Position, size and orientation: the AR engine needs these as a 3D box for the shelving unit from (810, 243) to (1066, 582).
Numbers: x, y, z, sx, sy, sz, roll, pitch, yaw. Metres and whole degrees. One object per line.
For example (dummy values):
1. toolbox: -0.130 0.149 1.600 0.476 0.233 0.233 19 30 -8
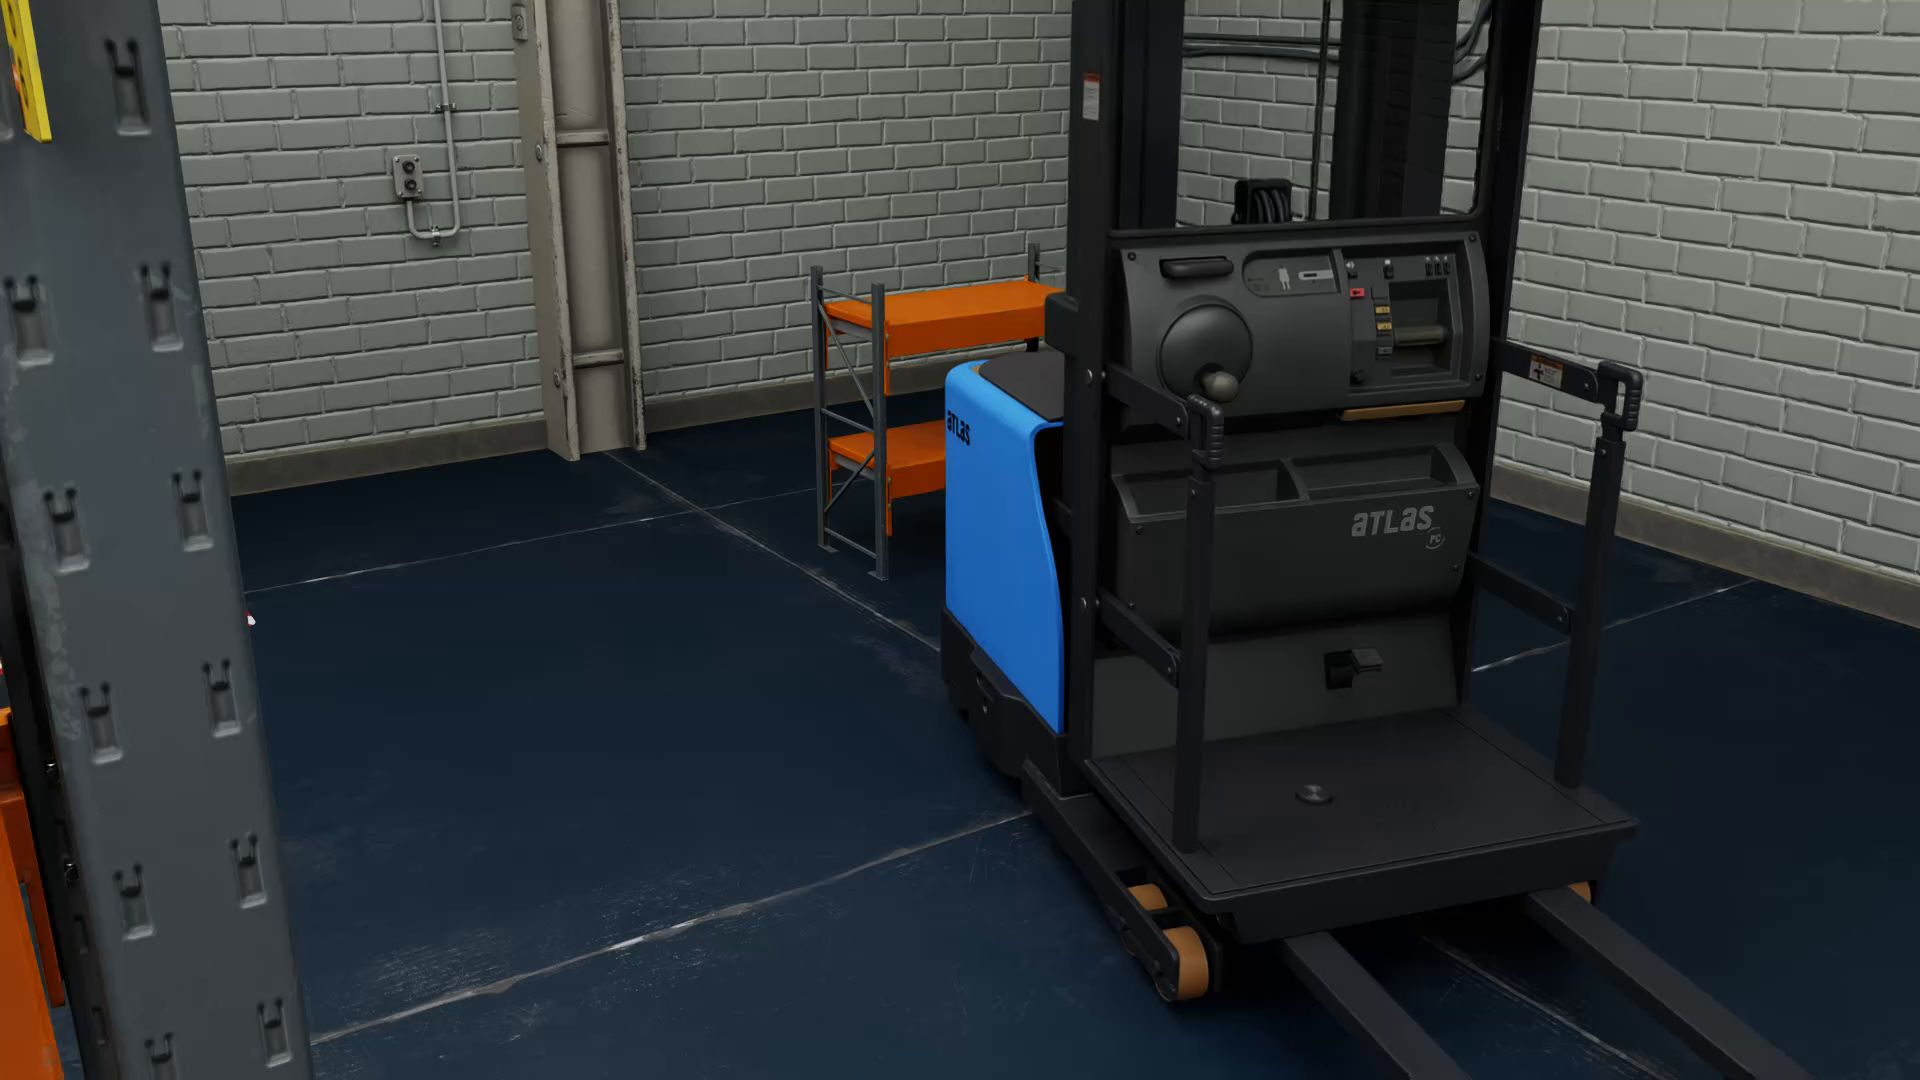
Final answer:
1. shelving unit: 0.006 -0.534 6.568 1.048 1.125 0.538 -12 22 -31

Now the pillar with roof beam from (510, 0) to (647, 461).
1. pillar with roof beam: 0.606 -3.559 3.221 0.400 9.000 9.100 -12 22 -31

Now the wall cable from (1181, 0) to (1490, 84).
1. wall cable: 1.379 -3.433 7.698 0.112 2.526 3.097 -12 22 -31

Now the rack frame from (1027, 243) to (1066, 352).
1. rack frame: 0.430 -0.624 6.833 0.032 1.125 0.500 -12 22 -31

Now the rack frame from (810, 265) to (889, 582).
1. rack frame: -0.419 -0.445 6.303 0.032 1.125 0.500 -12 22 -31

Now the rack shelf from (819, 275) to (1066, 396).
1. rack shelf: 0.006 -0.811 6.474 1.000 0.278 0.538 -12 22 -31

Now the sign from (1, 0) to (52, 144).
1. sign: -0.525 -0.383 0.894 0.005 0.325 0.100 -12 22 -31

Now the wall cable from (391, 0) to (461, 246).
1. wall cable: -2.992 -2.121 6.750 1.851 1.984 0.084 -12 22 -31

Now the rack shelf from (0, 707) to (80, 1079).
1. rack shelf: -2.484 0.856 0.653 4.000 0.370 1.077 -12 22 -31

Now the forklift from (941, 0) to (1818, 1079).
1. forklift: 0.877 -0.504 3.660 1.130 2.935 3.031 -6 20 -17

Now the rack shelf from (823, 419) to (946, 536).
1. rack shelf: 0.006 -0.302 6.646 1.000 0.278 0.538 -12 22 -31
